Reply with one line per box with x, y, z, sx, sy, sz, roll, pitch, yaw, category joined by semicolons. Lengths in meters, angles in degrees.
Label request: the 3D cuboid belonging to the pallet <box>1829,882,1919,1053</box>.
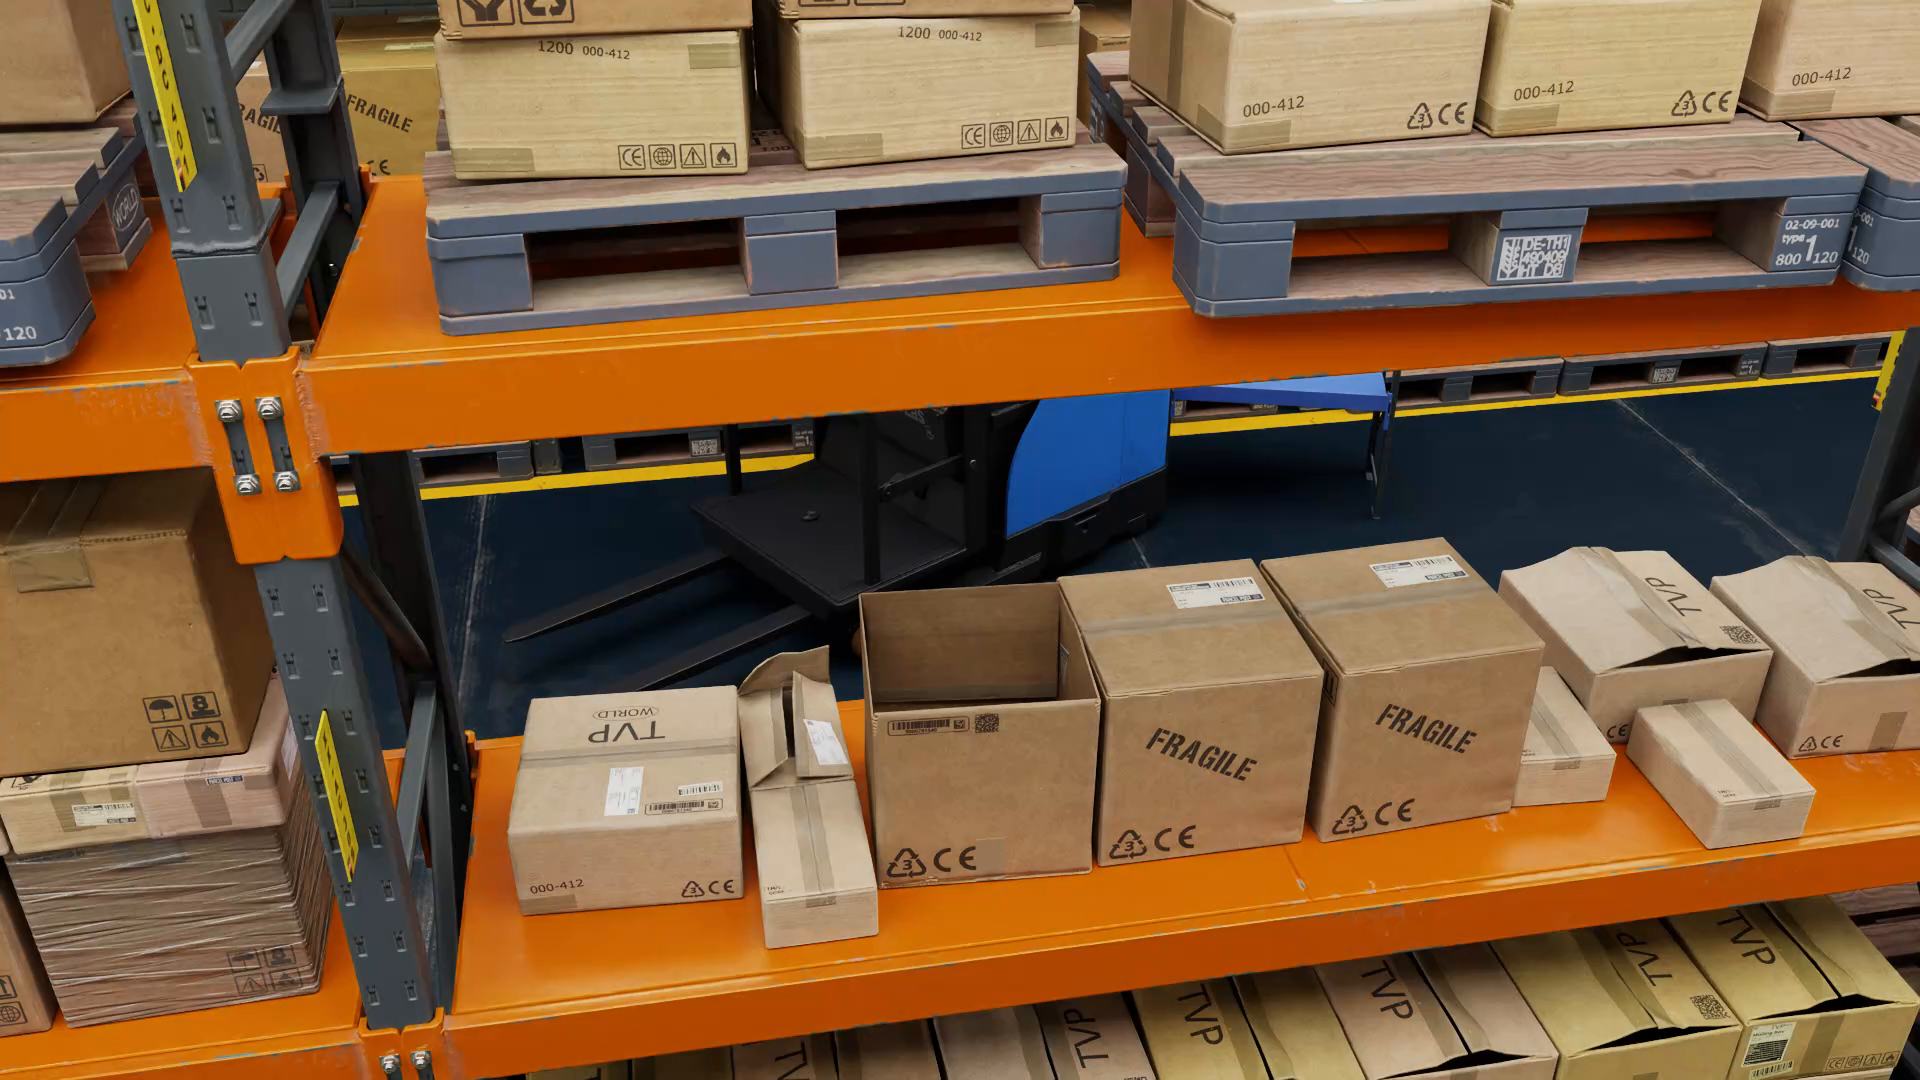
3.431;1.391;5.176;1.213;0.211;1.003;-5;31;-9;pallet

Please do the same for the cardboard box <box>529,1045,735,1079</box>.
-0.793;1.453;4.065;0.500;0.311;0.500;-5;31;-9;cardboard box

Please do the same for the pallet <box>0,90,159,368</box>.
-2.079;-0.560;2.872;1.213;0.211;1.003;-5;31;-9;pallet

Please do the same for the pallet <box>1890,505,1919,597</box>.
3.344;0.224;4.598;1.003;0.211;1.213;-5;31;-9;pallet

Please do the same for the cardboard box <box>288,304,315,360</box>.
-3.154;-0.863;8.291;0.500;0.500;0.500;-8;31;-13;cardboard box

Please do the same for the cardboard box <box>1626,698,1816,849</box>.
1.855;0.567;4.075;0.250;0.149;0.380;-5;31;-9;cardboard box

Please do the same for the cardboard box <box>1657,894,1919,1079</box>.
2.219;1.172;4.543;0.500;0.311;0.500;-5;31;-8;cardboard box

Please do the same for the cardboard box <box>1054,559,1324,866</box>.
0.524;0.405;4.004;0.500;0.500;0.500;-5;31;-9;cardboard box

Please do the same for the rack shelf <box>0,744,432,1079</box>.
-3.212;1.096;3.636;4.000;0.370;1.077;-5;31;-9;rack shelf

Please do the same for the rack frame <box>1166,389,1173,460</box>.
1.006;-0.936;7.861;0.032;1.500;0.500;4;31;6;rack frame

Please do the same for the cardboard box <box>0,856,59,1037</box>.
-2.198;0.656;3.577;0.500;0.500;0.700;-6;31;-9;cardboard box

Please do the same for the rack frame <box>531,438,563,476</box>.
-2.141;-1.866;7.964;0.127;3.000;1.000;-5;31;-9;rack frame

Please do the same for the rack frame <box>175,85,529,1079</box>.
-1.245;0.604;3.764;0.127;3.000;1.000;-5;31;-9;rack frame

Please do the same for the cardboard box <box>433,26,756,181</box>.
-0.637;-0.857;3.023;0.500;0.250;0.500;-2;31;-4;cardboard box

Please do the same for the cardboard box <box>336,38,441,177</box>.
-2.550;-1.936;7.471;0.500;0.500;0.500;-5;31;-9;cardboard box

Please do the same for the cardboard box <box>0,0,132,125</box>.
-1.788;-1.059;2.982;0.500;0.500;0.500;-3;31;-5;cardboard box

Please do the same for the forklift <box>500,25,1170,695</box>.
-0.476;-1.057;6.656;3.031;2.935;1.130;-23;38;-34;forklift

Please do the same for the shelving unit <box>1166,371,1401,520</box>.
1.510;-0.902;7.804;1.048;1.500;0.538;4;31;6;shelving unit

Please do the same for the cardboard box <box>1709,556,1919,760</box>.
2.324;0.288;4.388;0.500;0.311;0.500;-3;31;-6;cardboard box

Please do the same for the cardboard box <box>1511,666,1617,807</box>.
1.446;0.491;4.203;0.250;0.149;0.380;-3;31;-5;cardboard box

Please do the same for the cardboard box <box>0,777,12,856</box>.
-1.974;0.459;3.271;0.250;0.149;0.380;-6;31;-10;cardboard box

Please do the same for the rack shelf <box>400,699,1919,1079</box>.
0.723;0.731;4.257;4.000;0.370;1.077;-5;31;-9;rack shelf

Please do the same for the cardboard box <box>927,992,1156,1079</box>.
0.209;1.362;4.220;0.500;0.311;0.500;-6;31;-11;cardboard box

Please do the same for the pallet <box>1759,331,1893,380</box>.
4.983;-1.286;9.729;1.213;0.211;1.003;-5;31;-9;pallet

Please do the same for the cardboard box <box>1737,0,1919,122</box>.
1.741;-1.045;3.341;0.500;0.250;0.500;-4;31;-8;cardboard box

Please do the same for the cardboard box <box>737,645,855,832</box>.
-0.413;0.490;4.090;0.258;0.266;0.396;-6;31;-10;cardboard box

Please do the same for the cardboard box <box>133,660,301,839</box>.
-1.474;0.413;3.350;0.250;0.149;0.380;-5;31;-9;cardboard box

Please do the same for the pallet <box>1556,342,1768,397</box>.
3.781;-1.173;9.537;1.213;0.211;1.003;-5;31;-9;pallet

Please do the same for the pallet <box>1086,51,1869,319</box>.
0.939;-0.763;3.315;1.213;0.211;1.003;-4;31;-7;pallet

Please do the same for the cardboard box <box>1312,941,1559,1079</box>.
1.212;1.267;4.381;0.500;0.311;0.500;-5;31;-9;cardboard box

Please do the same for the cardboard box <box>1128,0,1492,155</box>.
0.647;-0.950;3.180;0.500;0.250;0.500;-8;31;-13;cardboard box

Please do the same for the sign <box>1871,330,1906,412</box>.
2.583;-0.496;4.570;0.005;0.325;0.100;-5;31;-9;sign

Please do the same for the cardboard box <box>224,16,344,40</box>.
-3.150;-2.149;7.834;0.500;0.500;0.500;-5;31;-9;cardboard box

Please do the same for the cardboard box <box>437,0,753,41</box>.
-0.631;-1.166;2.808;0.500;0.500;0.500;-5;31;-8;cardboard box

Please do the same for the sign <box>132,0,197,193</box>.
-1.143;-0.670;2.382;0.005;0.325;0.100;-5;31;-9;sign
